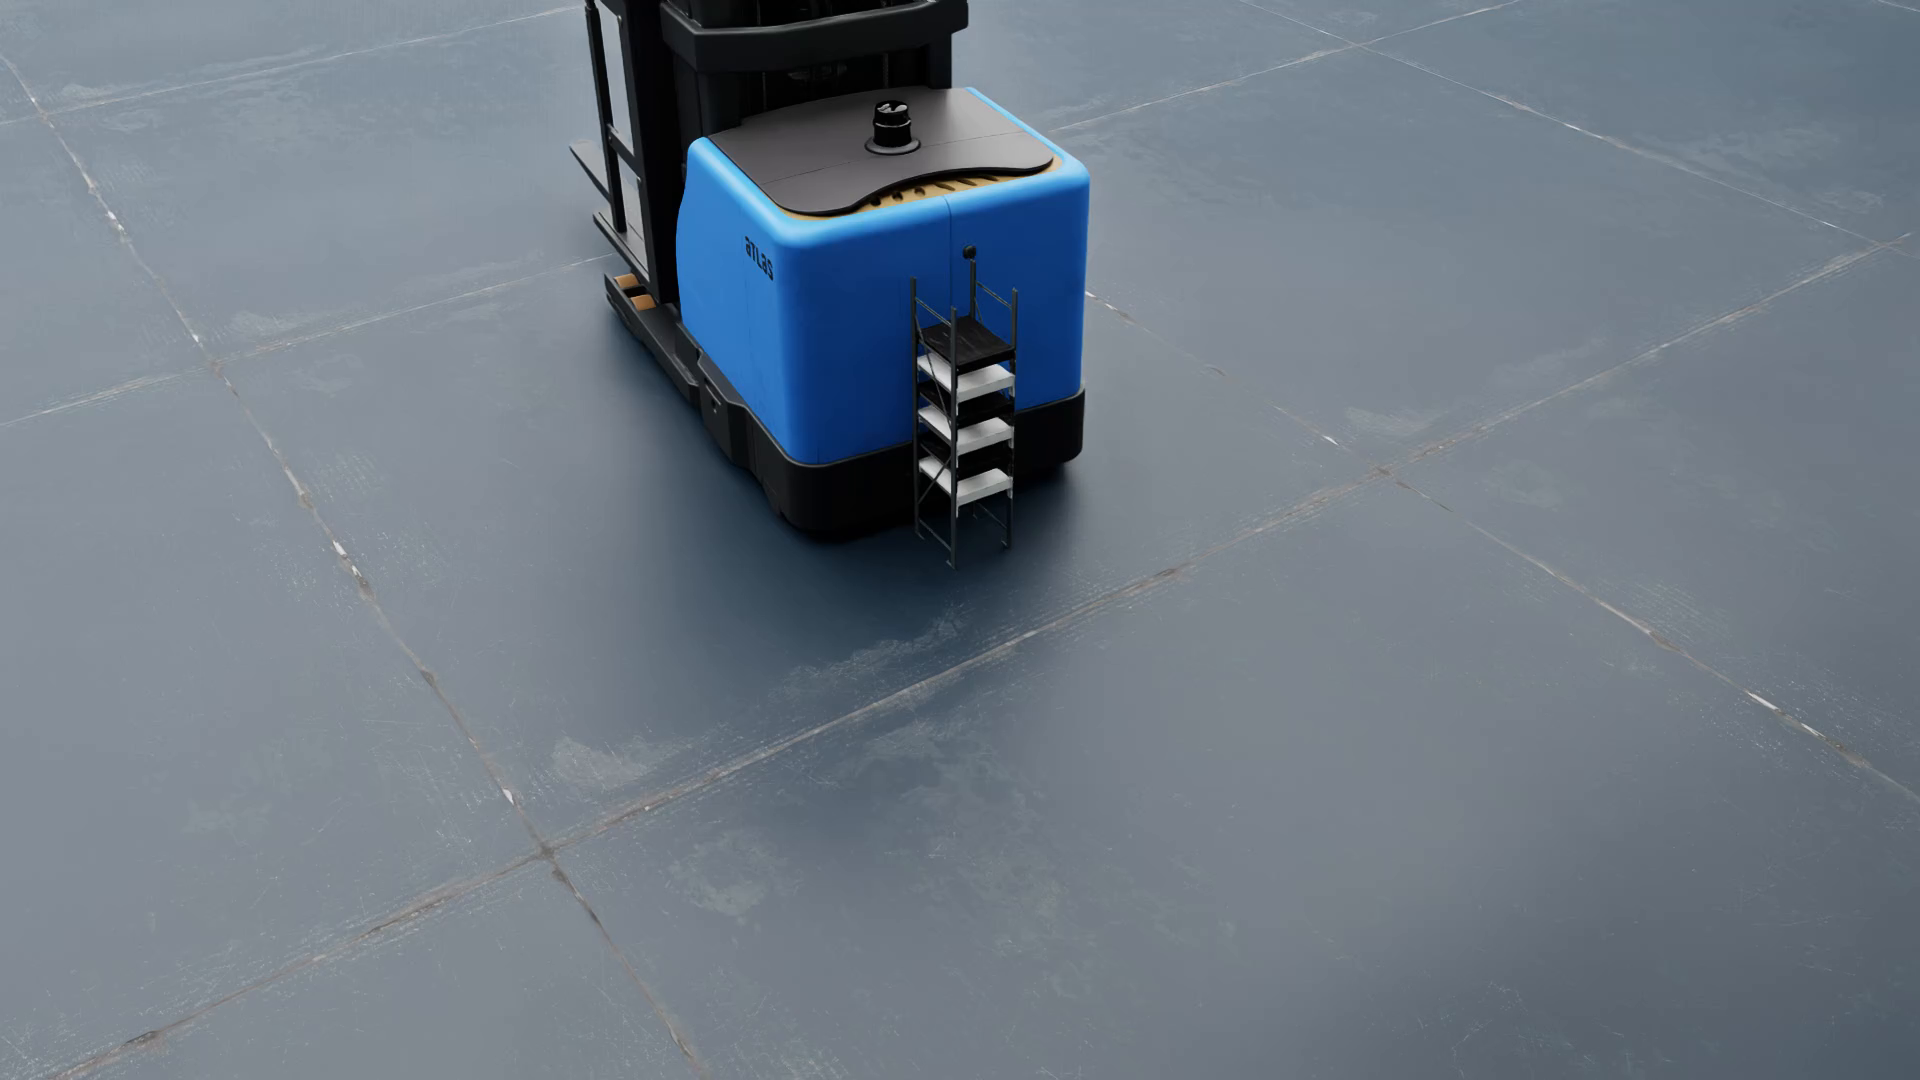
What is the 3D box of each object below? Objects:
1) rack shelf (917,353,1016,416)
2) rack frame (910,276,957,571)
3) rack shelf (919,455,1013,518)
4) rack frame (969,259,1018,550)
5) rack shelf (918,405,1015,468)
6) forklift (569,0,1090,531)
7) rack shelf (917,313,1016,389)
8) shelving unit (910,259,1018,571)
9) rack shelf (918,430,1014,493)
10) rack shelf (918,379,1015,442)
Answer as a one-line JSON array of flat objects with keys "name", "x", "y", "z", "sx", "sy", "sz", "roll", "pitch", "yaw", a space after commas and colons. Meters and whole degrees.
[{"name": "rack shelf", "x": 0.010, "y": -0.481, "z": 4.897, "sx": 0.200, "sy": 0.077, "sz": 0.258, "roll": -20, "pitch": 40, "yaw": -26}, {"name": "rack frame", "x": -0.076, "y": -0.331, "z": 4.938, "sx": 0.006, "sy": 0.900, "sz": 0.240, "roll": -20, "pitch": 40, "yaw": -26}, {"name": "rack shelf", "x": 0.010, "y": -0.189, "z": 5.107, "sx": 0.200, "sy": 0.077, "sz": 0.258, "roll": -20, "pitch": 40, "yaw": -26}, {"name": "rack frame", "x": 0.096, "y": -0.393, "z": 5.026, "sx": 0.006, "sy": 0.900, "sz": 0.240, "roll": -20, "pitch": 40, "yaw": -26}, {"name": "rack shelf", "x": 0.010, "y": -0.335, "z": 5.002, "sx": 0.200, "sy": 0.077, "sz": 0.258, "roll": -20, "pitch": 40, "yaw": -26}, {"name": "forklift", "x": -0.717, "y": -2.061, "z": 5.606, "sx": 1.130, "sy": 2.935, "sz": 3.031, "roll": -17, "pitch": 39, "yaw": -22}, {"name": "rack shelf", "x": 0.010, "y": -0.554, "z": 4.844, "sx": 0.200, "sy": 0.077, "sz": 0.258, "roll": -20, "pitch": 40, "yaw": -26}, {"name": "shelving unit", "x": 0.010, "y": -0.362, "z": 4.982, "sx": 0.210, "sy": 0.900, "sz": 0.258, "roll": -20, "pitch": 40, "yaw": -26}, {"name": "rack shelf", "x": 0.010, "y": -0.262, "z": 5.054, "sx": 0.200, "sy": 0.077, "sz": 0.258, "roll": -20, "pitch": 40, "yaw": -26}, {"name": "rack shelf", "x": 0.010, "y": -0.408, "z": 4.949, "sx": 0.200, "sy": 0.077, "sz": 0.258, "roll": -20, "pitch": 40, "yaw": -26}]
